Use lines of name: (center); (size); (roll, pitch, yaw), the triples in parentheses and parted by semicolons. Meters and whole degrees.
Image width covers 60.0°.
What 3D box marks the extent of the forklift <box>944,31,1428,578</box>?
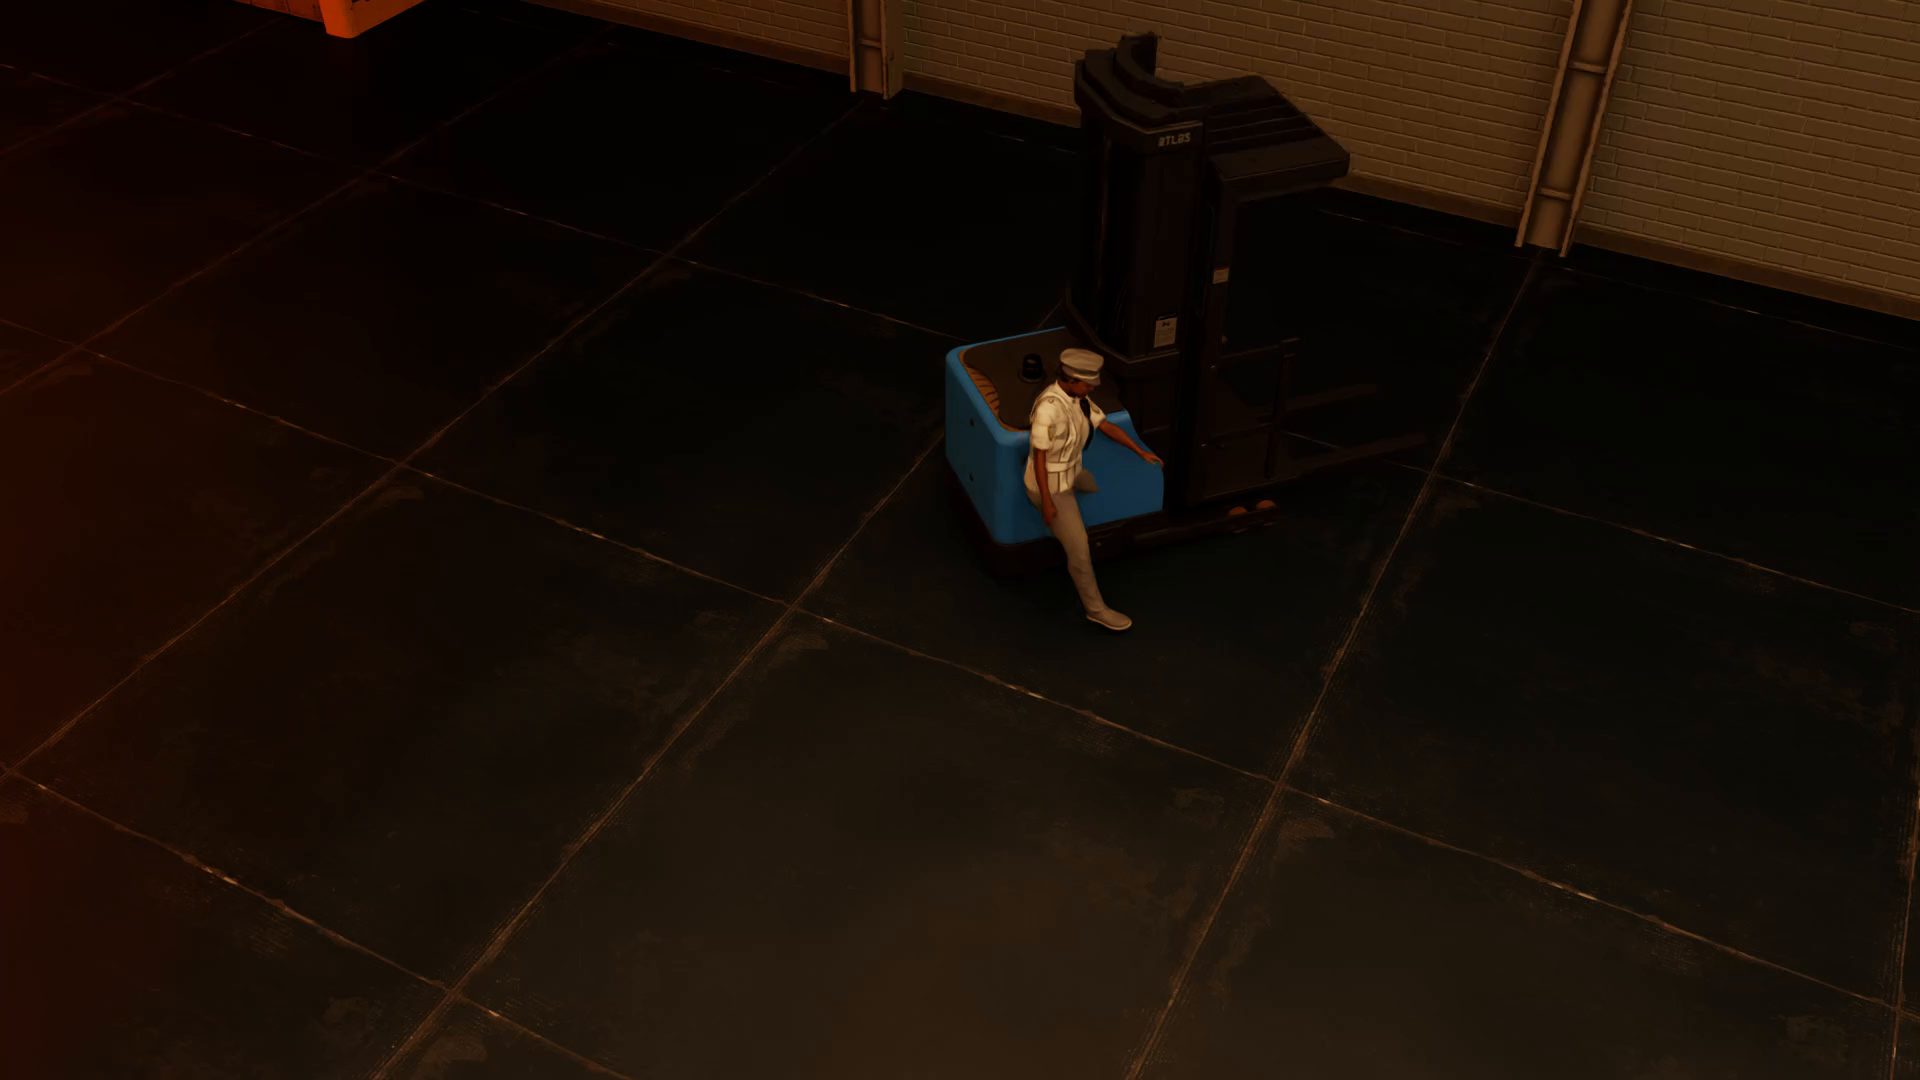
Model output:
forklift: (1.471, -1.472, 9.734); (3.031, 2.935, 1.130); (-13, 42, -15)

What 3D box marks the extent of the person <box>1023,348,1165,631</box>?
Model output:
person: (0.719, -0.348, 9.468); (0.865, 1.532, 0.824); (14, 42, 16)
